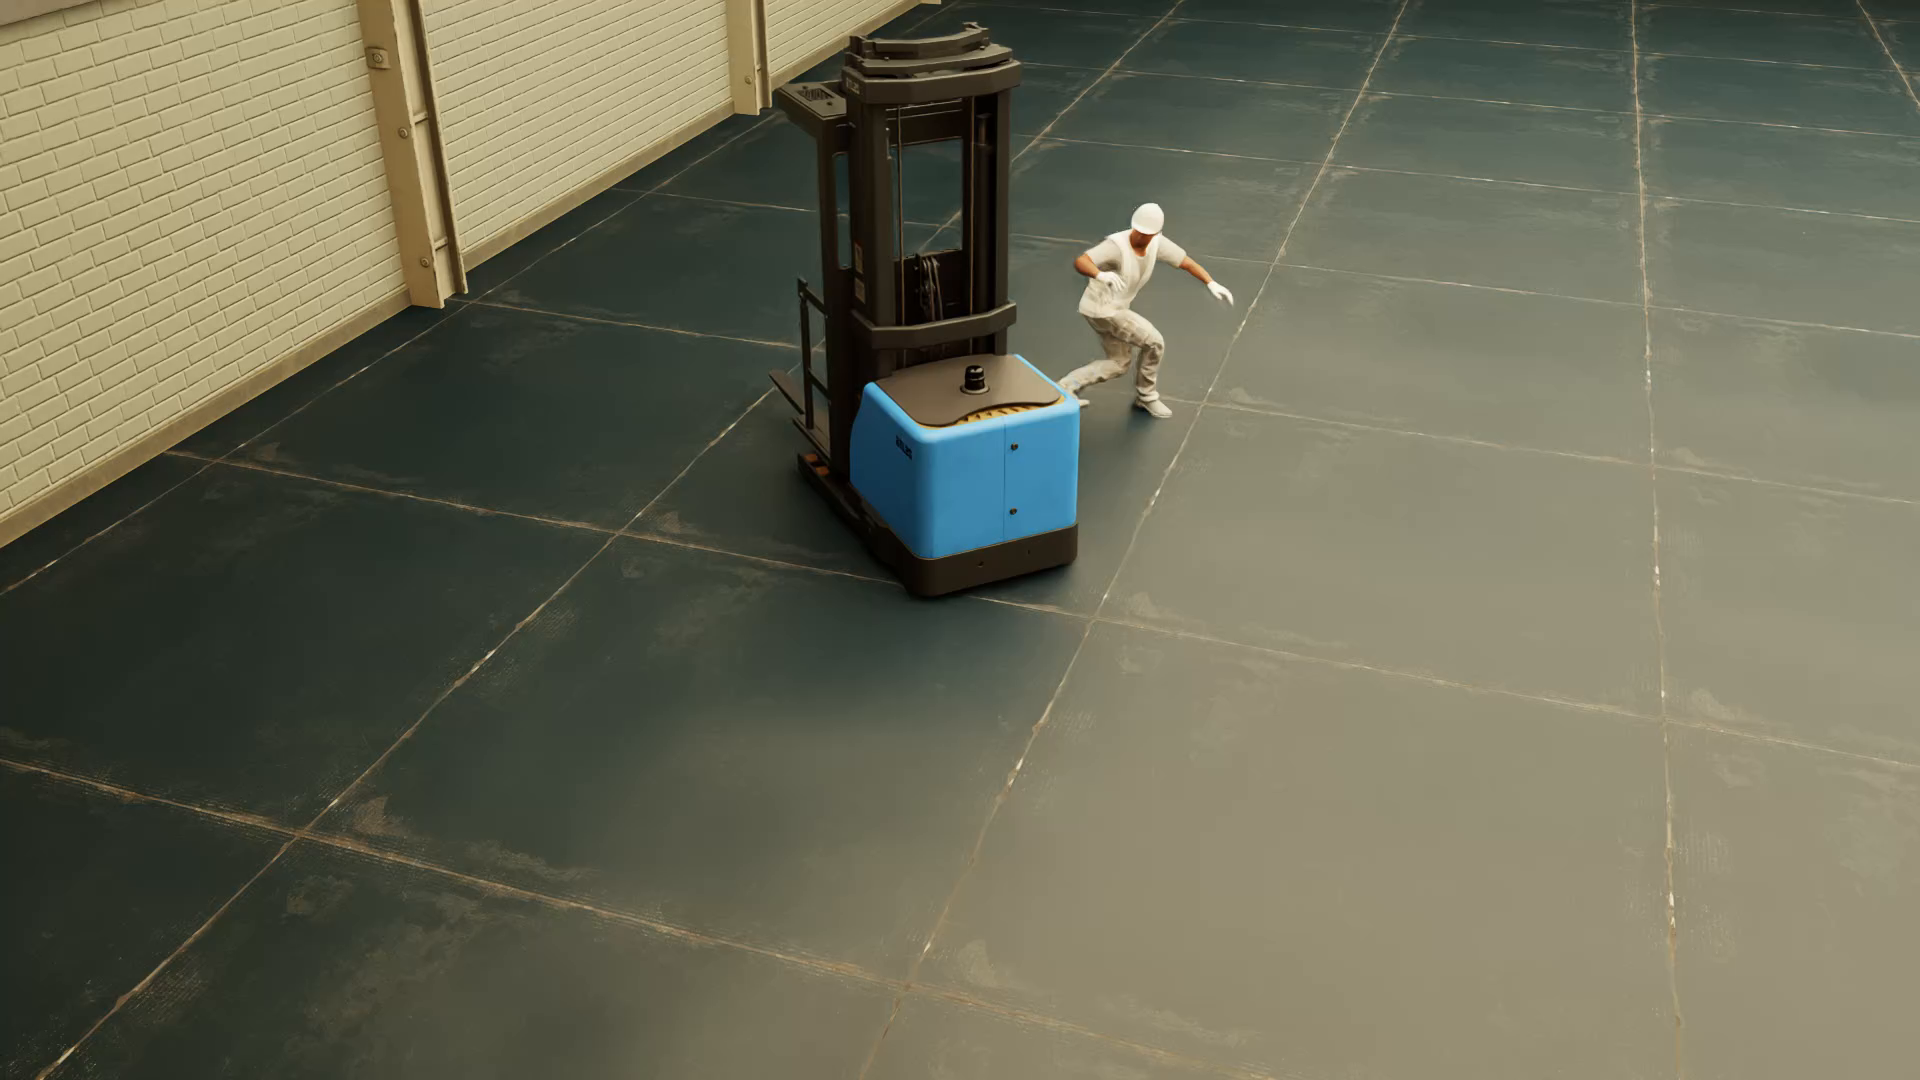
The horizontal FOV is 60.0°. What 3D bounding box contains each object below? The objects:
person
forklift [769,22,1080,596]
[{"bbox_3d":[1.222,-1.492,11.208,1.166,1.522,0.903,9,31,15],"label":"person"},{"bbox_3d":[-0.397,-1.664,10.056,1.130,2.935,3.031,-13,32,-22],"label":"forklift"}]
